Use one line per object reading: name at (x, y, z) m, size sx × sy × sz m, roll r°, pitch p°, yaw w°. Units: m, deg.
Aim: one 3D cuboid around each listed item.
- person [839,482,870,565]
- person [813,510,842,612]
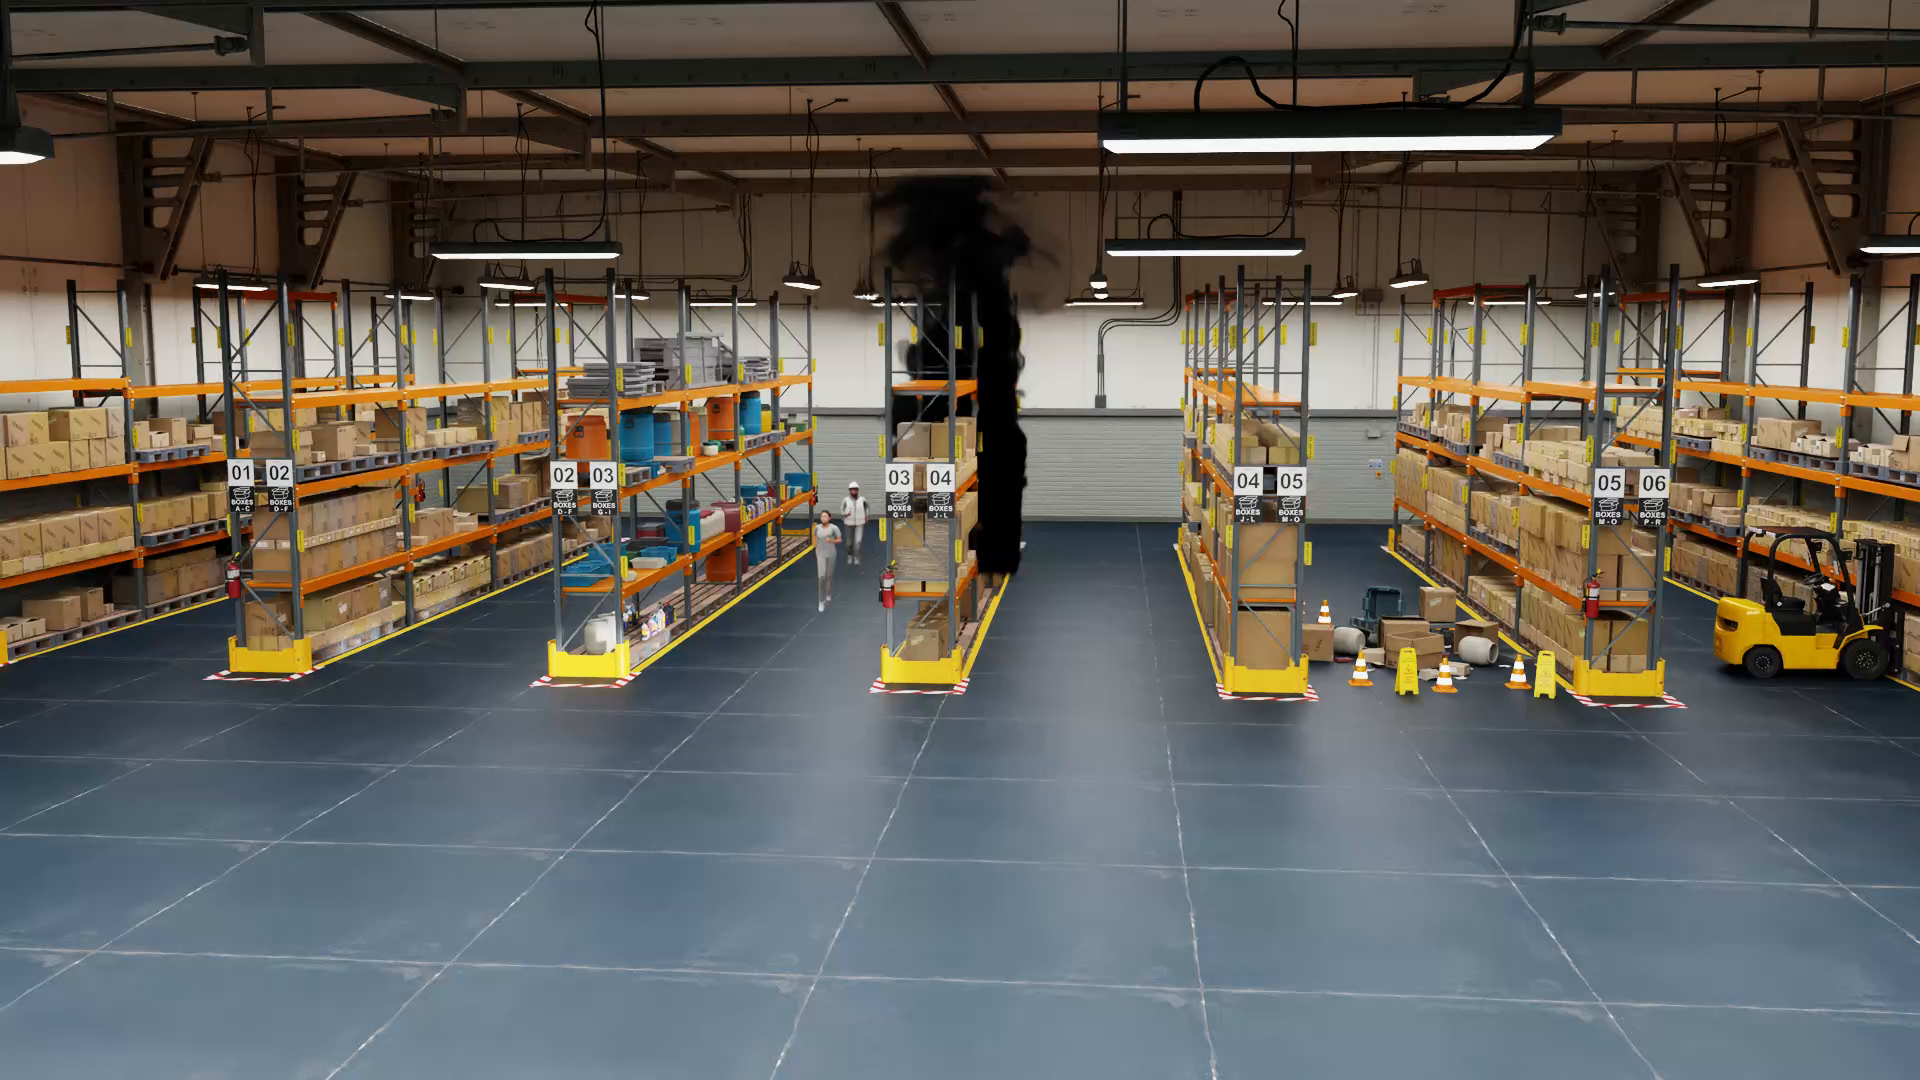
person at (-2.200, -0.321, 34.753) m, size 0.671 × 1.766 × 0.821 m, roll -1°, pitch 7°, yaw -6°
person at (-2.335, 0.345, 29.340) m, size 0.539 × 1.768 × 0.729 m, roll 0°, pitch 7°, yaw 2°
